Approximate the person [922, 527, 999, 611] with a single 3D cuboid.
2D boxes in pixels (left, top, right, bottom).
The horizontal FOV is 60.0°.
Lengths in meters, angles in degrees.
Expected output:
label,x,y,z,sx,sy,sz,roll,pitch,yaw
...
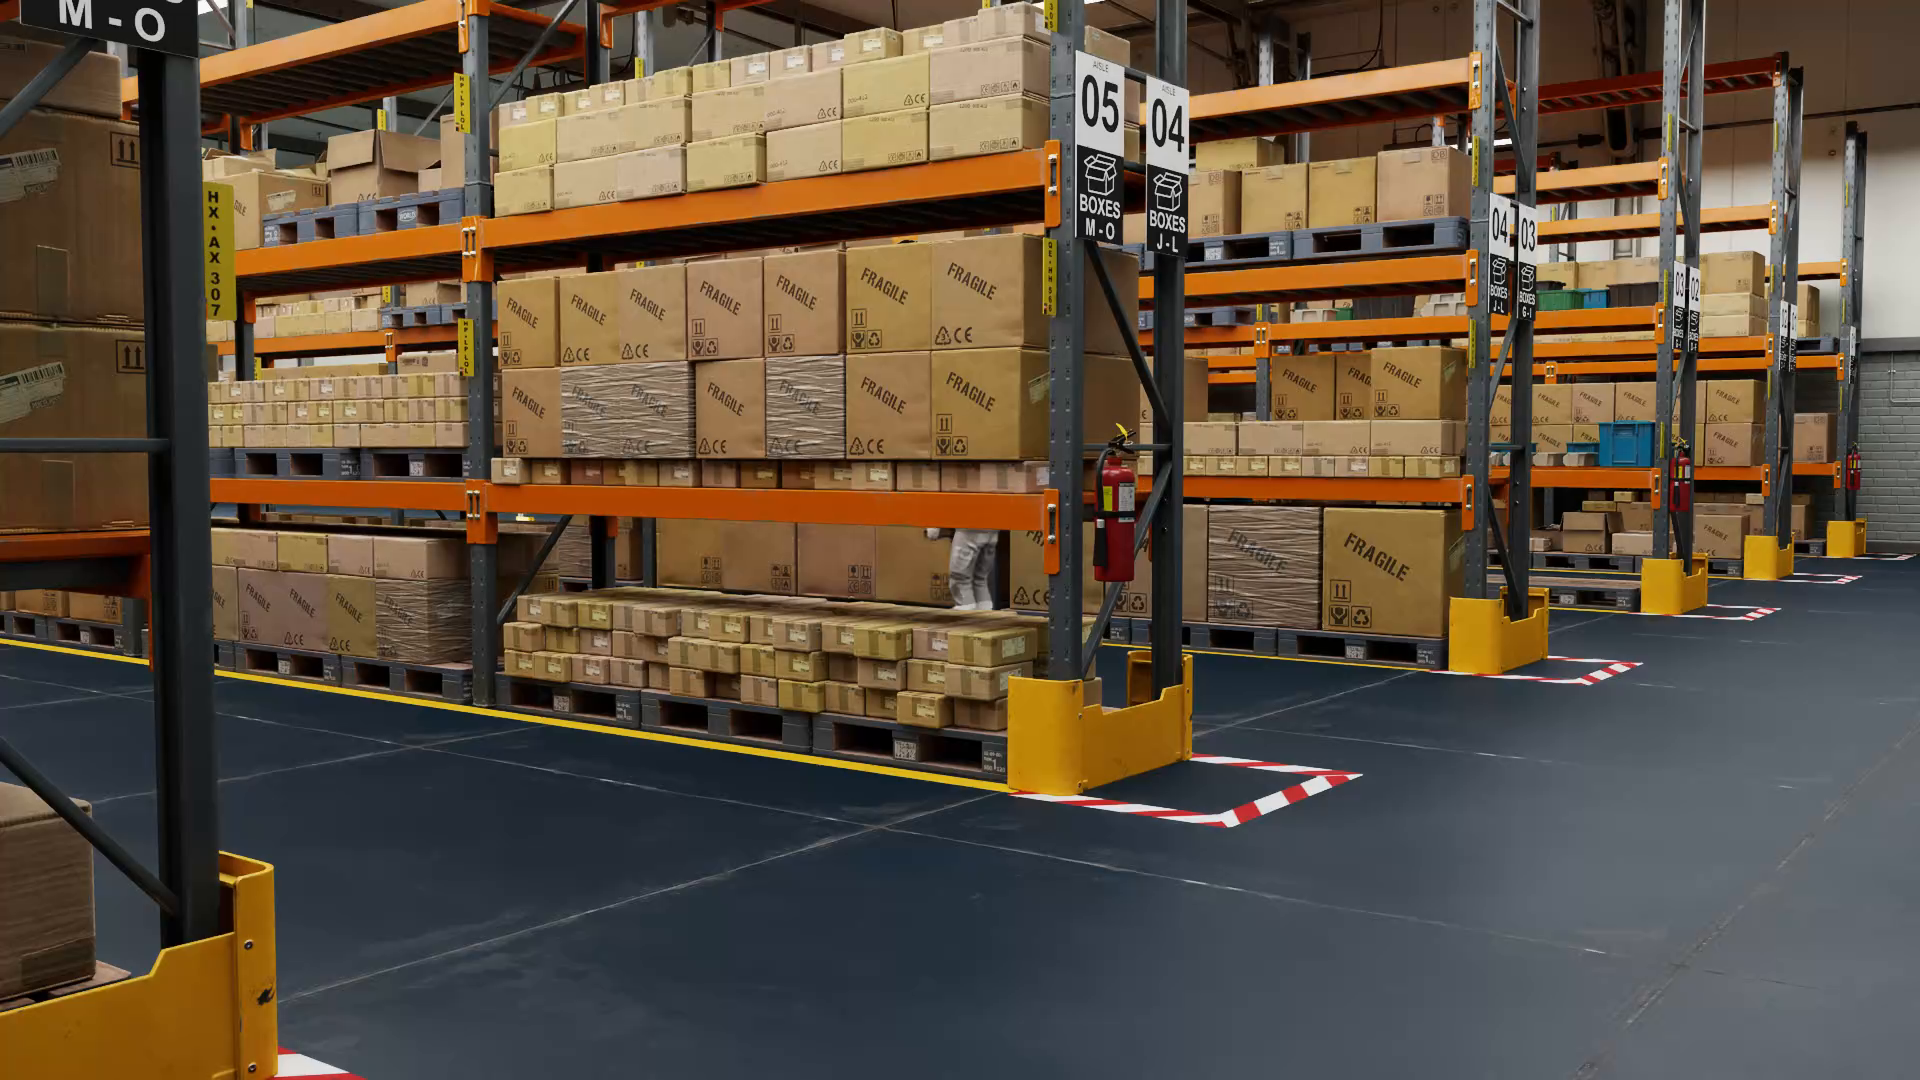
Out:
label,x,y,z,sx,sy,sz,roll,pitch,yaw
person,0.022,-0.061,12.373,0.577,1.773,0.491,2,4,35
